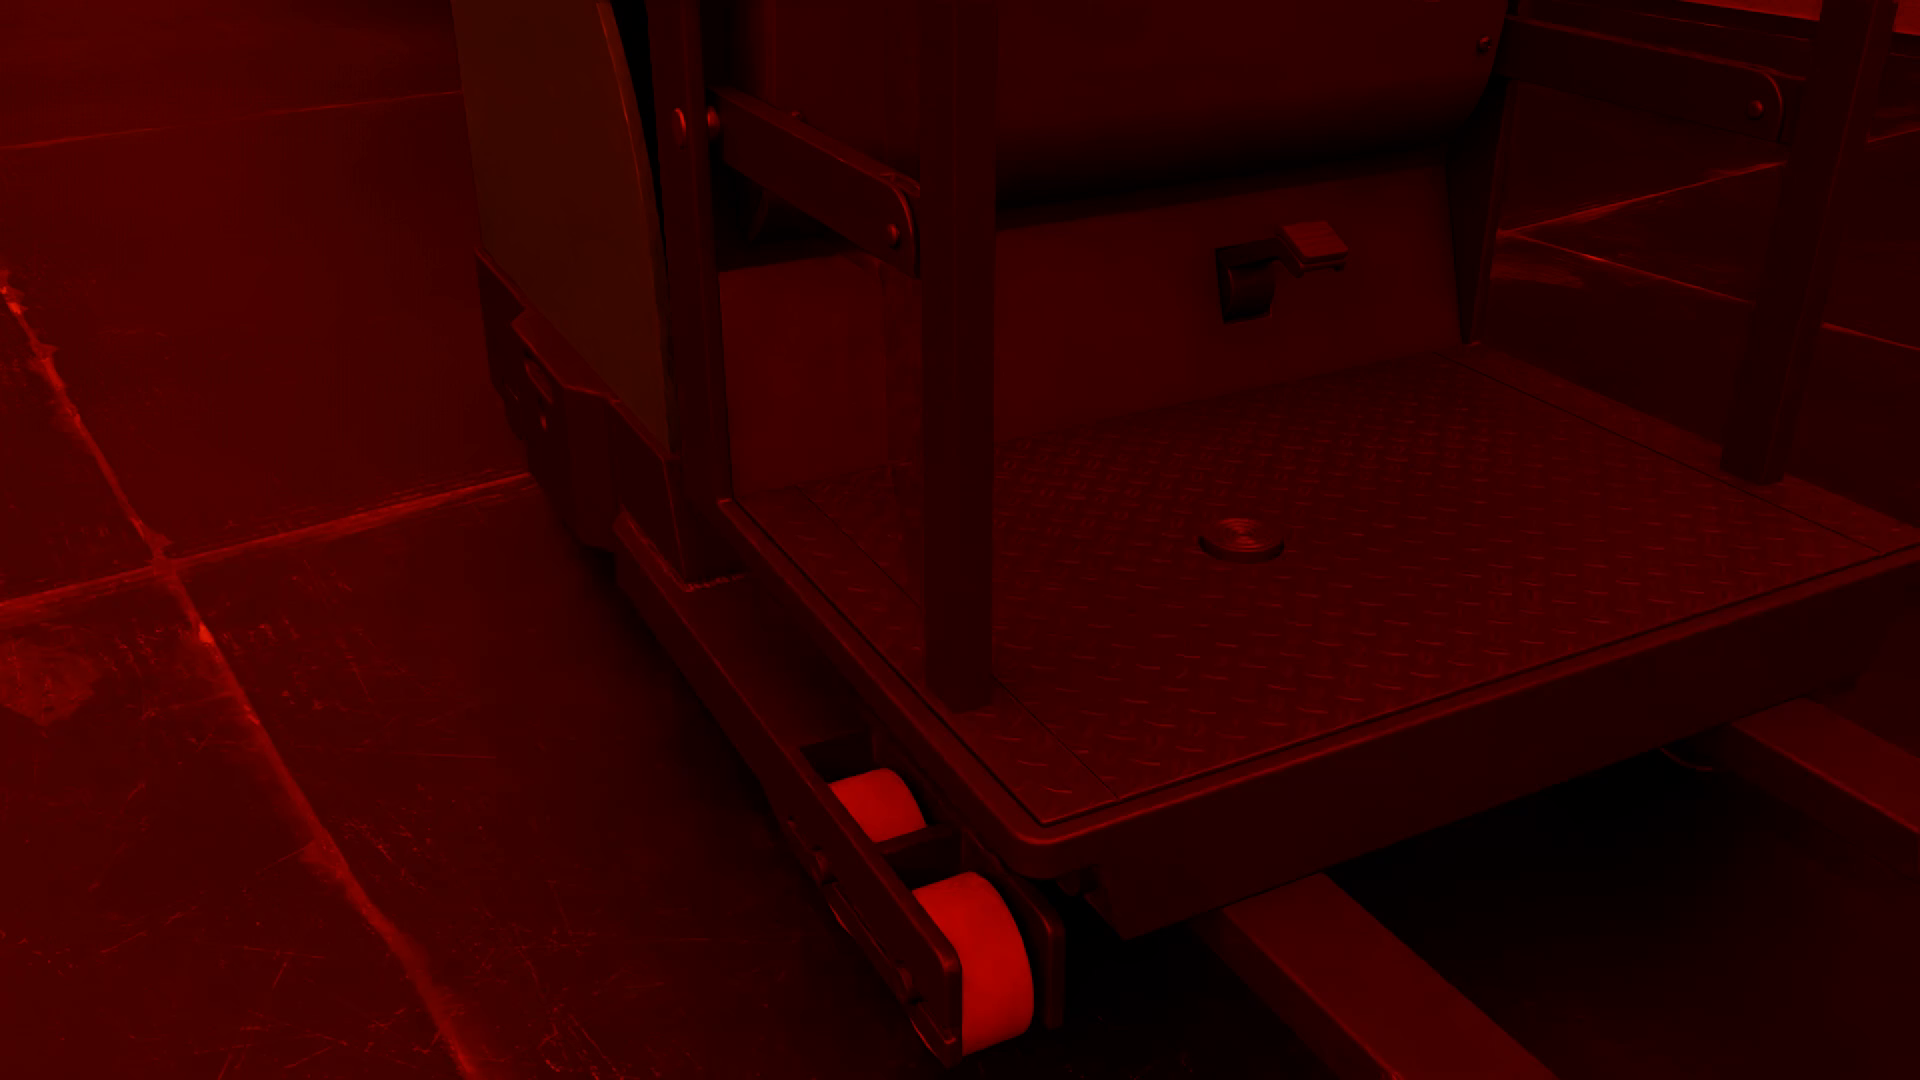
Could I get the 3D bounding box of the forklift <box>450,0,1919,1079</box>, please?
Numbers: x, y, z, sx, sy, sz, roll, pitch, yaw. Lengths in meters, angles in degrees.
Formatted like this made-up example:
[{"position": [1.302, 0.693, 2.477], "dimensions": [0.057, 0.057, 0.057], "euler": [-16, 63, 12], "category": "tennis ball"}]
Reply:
[{"position": [0.312, -1.062, 1.347], "dimensions": [1.130, 2.935, 3.031], "euler": [-13, 30, -24], "category": "forklift"}]
